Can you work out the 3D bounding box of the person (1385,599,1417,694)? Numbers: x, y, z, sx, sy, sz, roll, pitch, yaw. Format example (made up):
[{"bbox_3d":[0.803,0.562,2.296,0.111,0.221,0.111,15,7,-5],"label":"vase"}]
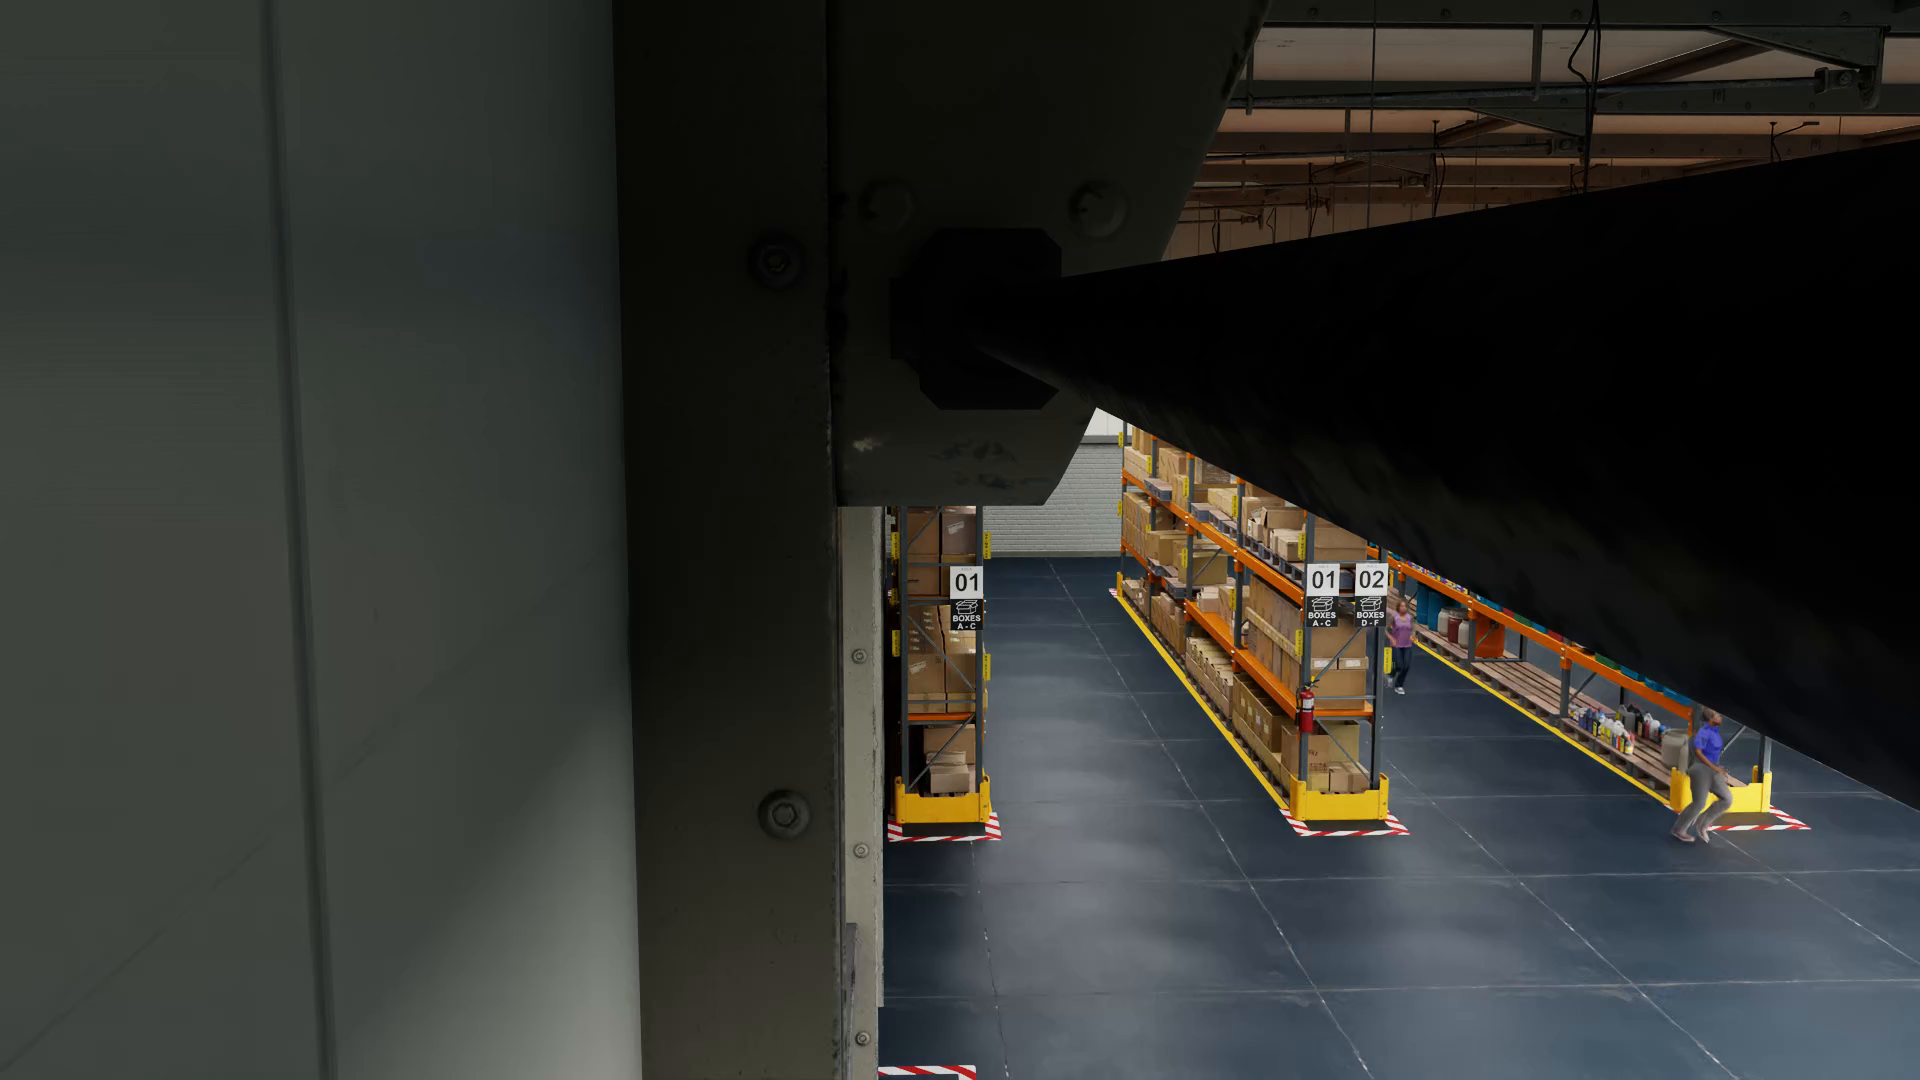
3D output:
[{"bbox_3d":[7.217,1.749,27.208,0.534,1.554,0.552,-1,8,-8],"label":"person"}]

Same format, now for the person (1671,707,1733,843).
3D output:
[{"bbox_3d":[8.892,2.774,19.758,0.593,1.617,0.642,8,11,43],"label":"person"}]
